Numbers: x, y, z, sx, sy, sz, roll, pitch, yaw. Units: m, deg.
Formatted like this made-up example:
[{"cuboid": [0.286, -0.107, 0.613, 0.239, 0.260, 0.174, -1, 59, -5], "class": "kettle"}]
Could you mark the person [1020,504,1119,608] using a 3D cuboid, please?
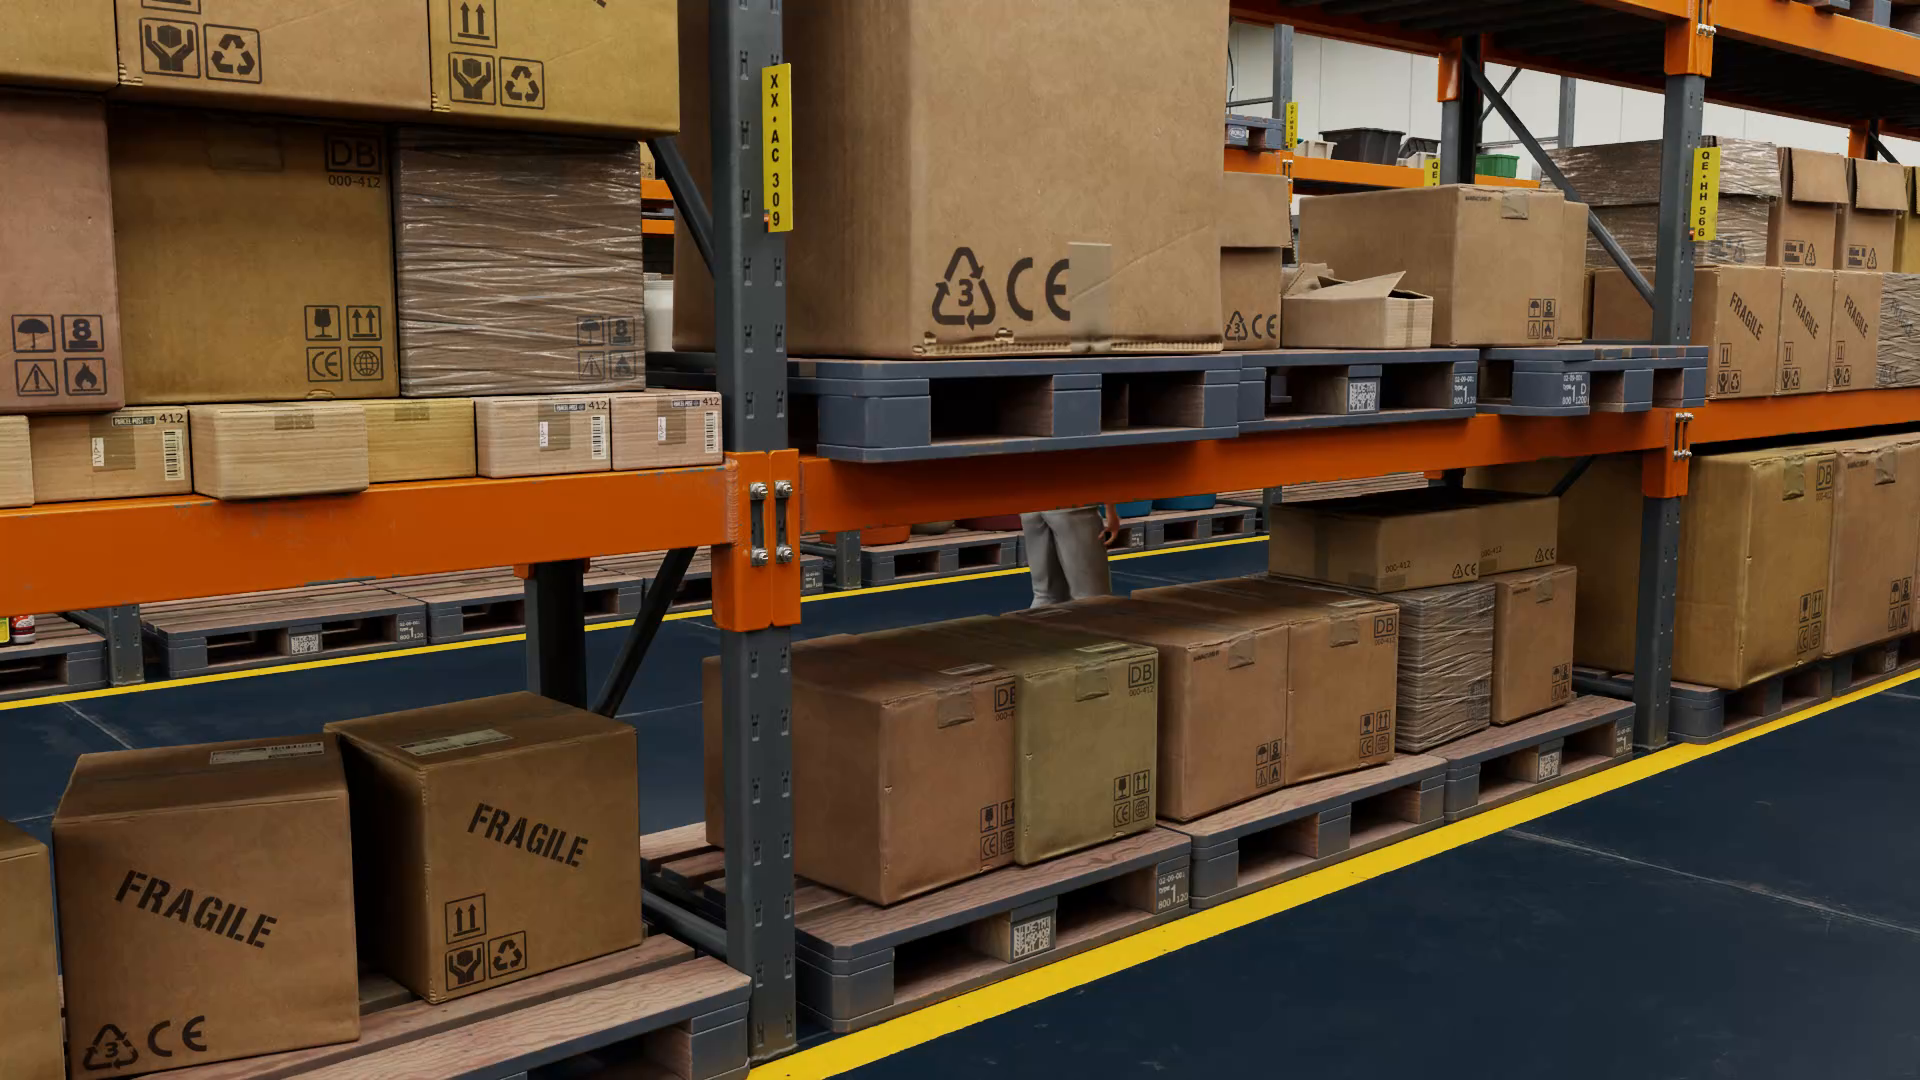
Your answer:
[{"cuboid": [0.427, -0.099, 6.621, 0.359, 1.652, 0.485, -6, 10, -41], "class": "person"}]
